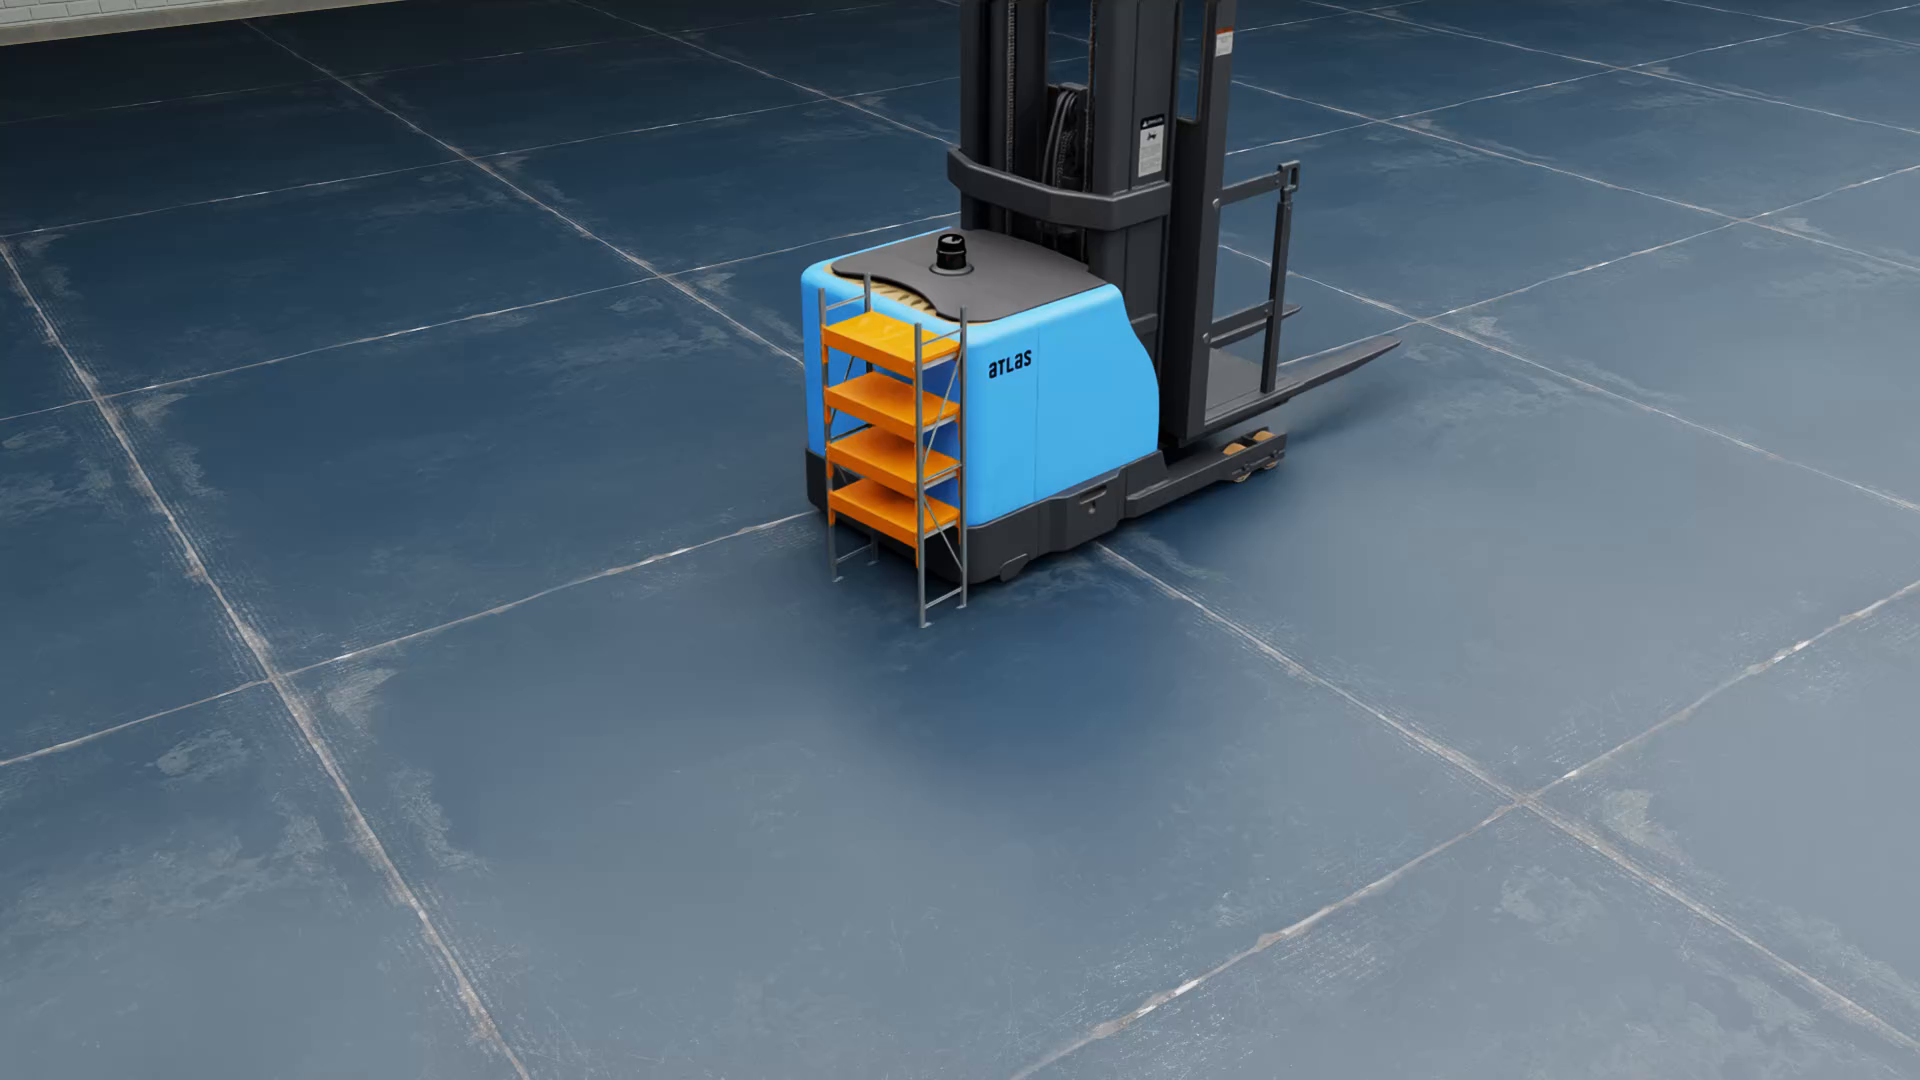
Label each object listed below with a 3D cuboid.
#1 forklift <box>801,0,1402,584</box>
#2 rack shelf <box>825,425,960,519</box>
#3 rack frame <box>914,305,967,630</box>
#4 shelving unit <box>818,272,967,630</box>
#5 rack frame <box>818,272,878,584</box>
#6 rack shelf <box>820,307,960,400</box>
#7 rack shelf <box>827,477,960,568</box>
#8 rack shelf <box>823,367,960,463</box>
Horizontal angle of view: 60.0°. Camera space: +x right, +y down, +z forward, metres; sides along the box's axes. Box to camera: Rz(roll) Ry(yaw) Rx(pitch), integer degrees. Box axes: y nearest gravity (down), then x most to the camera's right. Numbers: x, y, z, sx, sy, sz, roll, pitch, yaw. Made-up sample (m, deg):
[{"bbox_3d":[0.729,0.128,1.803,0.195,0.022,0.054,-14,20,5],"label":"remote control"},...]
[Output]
[{"bbox_3d":[0.800,-1.705,6.817,3.031,2.935,1.130,-23,36,-36],"label":"forklift"},{"bbox_3d":[-0.239,-0.261,6.114,0.480,0.148,0.258,25,37,38],"label":"rack shelf"},{"bbox_3d":[-0.064,-0.238,5.932,0.015,1.200,0.240,25,37,38],"label":"rack frame"},{"bbox_3d":[-0.239,-0.320,6.082,0.503,1.200,0.258,25,37,38],"label":"shelving unit"},{"bbox_3d":[-0.413,-0.401,6.231,0.015,1.200,0.240,25,37,38],"label":"rack frame"},{"bbox_3d":[-0.239,-0.665,5.894,0.480,0.148,0.258,25,37,38],"label":"rack shelf"},{"bbox_3d":[-0.239,-0.086,6.208,0.480,0.148,0.258,25,37,38],"label":"rack shelf"},{"bbox_3d":[-0.239,-0.457,6.007,0.480,0.148,0.258,25,37,38],"label":"rack shelf"}]
